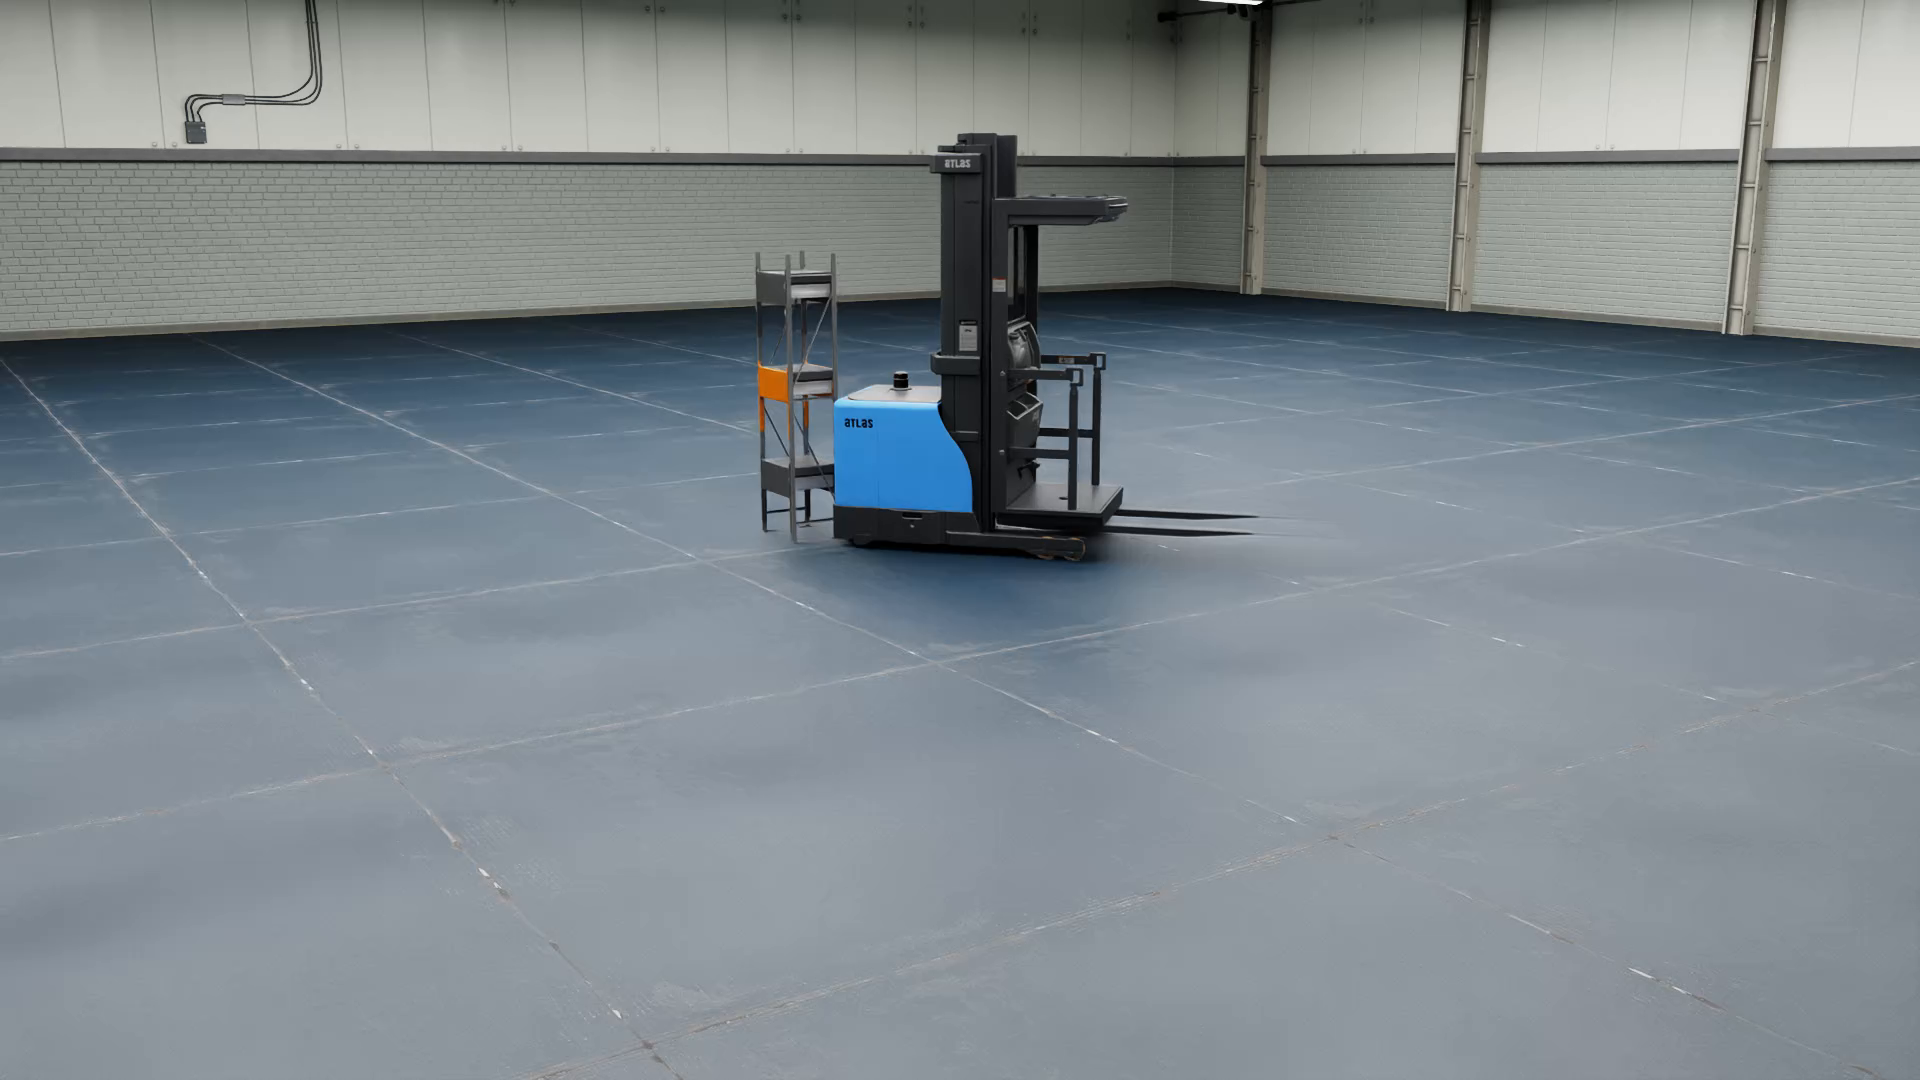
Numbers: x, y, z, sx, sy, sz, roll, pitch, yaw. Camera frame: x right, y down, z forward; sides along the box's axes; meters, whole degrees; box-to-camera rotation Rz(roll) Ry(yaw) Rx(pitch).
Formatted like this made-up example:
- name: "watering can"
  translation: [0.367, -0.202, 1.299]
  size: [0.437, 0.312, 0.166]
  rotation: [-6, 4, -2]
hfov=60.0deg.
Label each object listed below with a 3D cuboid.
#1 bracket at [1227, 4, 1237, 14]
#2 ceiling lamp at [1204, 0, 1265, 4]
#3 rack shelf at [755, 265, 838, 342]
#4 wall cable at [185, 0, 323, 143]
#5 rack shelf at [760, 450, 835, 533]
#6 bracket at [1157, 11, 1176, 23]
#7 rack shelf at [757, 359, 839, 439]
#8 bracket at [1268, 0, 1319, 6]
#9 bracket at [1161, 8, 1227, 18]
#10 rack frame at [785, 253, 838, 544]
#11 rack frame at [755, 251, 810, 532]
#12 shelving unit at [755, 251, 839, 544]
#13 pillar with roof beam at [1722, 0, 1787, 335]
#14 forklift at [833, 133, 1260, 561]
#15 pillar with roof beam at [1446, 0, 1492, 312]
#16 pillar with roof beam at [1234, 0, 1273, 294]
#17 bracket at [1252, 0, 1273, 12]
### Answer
- name: "bracket"
  translation: [6.176, -11.862, 37.115]
  size: [0.235, 0.232, 0.430]
  rotation: [-8, 15, -33]
- name: "ceiling lamp"
  translation: [4.713, -11.649, 30.903]
  size: [2.000, 3.185, 0.800]
  rotation: [-8, 15, -33]
- name: "rack shelf"
  translation: [-1.200, -1.737, 12.176]
  size: [0.431, 0.518, 0.480]
  rotation: [-8, 15, -32]
- name: "wall cable"
  translation: [-12.141, -9.806, 28.179]
  size: [2.305, 6.003, 0.169]
  rotation: [-8, 15, -33]
- name: "rack shelf"
  translation: [-1.200, -0.369, 12.475]
  size: [0.431, 0.518, 0.480]
  rotation: [-8, 15, -32]
- name: "bracket"
  translation: [4.863, -12.284, 39.043]
  size: [0.235, 0.232, 0.430]
  rotation: [-8, 15, -33]
- name: "rack shelf"
  translation: [-1.200, -1.053, 12.326]
  size: [0.431, 0.518, 0.480]
  rotation: [-8, 15, -32]
- name: "bracket"
  translation: [8.064, -11.256, 34.345]
  size: [0.076, 0.066, 4.783]
  rotation: [-8, 15, -33]
- name: "bracket"
  translation: [5.191, -12.178, 38.562]
  size: [0.076, 0.066, 3.189]
  rotation: [-8, 15, -33]
- name: "rack frame"
  translation: [-1.069, -1.022, 12.122]
  size: [0.400, 2.100, 0.015]
  rotation: [-8, 15, -32]
- name: "rack frame"
  translation: [-1.332, -1.110, 12.524]
  size: [0.400, 2.100, 0.015]
  rotation: [-8, 15, -32]
- name: "shelving unit"
  translation: [-1.200, -1.066, 12.323]
  size: [0.431, 2.100, 0.503]
  rotation: [-8, 15, -32]
- name: "pillar with roof beam"
  translation: [9.767, -7.428, 25.265]
  size: [9.100, 9.000, 0.400]
  rotation: [-8, 15, -33]
- name: "forklift"
  translation: [0.647, -1.408, 11.940]
  size: [3.031, 2.935, 1.130]
  rotation: [3, 13, 14]
- name: "pillar with roof beam"
  translation: [6.442, -8.495, 30.145]
  size: [9.100, 9.000, 0.400]
  rotation: [-8, 15, -33]
- name: "pillar with roof beam"
  translation: [3.118, -9.562, 35.024]
  size: [9.100, 9.000, 0.548]
  rotation: [-8, 15, -33]
- name: "bracket"
  translation: [6.636, -11.714, 36.440]
  size: [0.235, 0.232, 0.430]
  rotation: [-8, 15, -33]
